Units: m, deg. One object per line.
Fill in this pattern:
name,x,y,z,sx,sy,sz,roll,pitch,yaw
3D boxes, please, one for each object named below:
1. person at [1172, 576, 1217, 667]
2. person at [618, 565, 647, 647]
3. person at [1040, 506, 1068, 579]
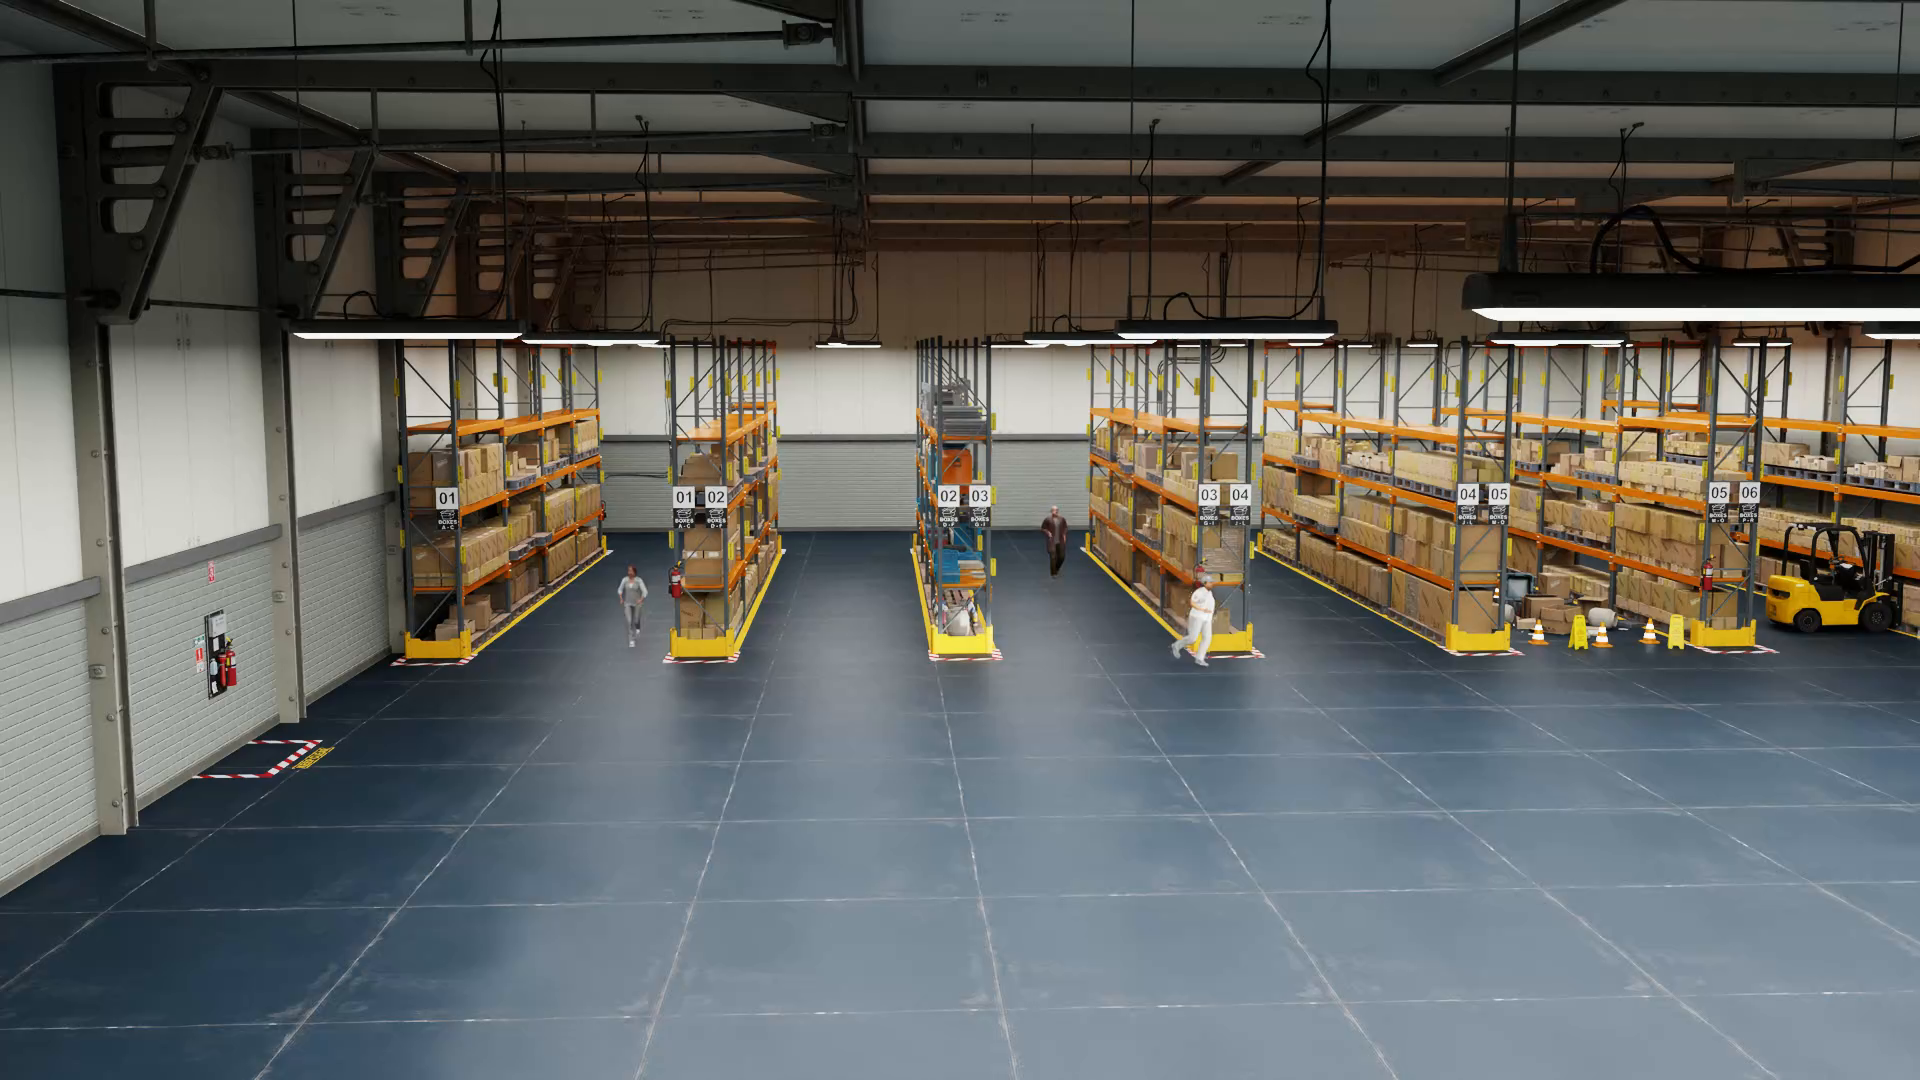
person,4.404,1.464,30.628,0.658,1.620,0.844,-6,9,-41
person,-6.389,1.273,32.429,0.568,1.557,0.738,-1,7,-6
person,2.287,0.074,39.674,0.703,1.767,0.616,-1,7,-12
